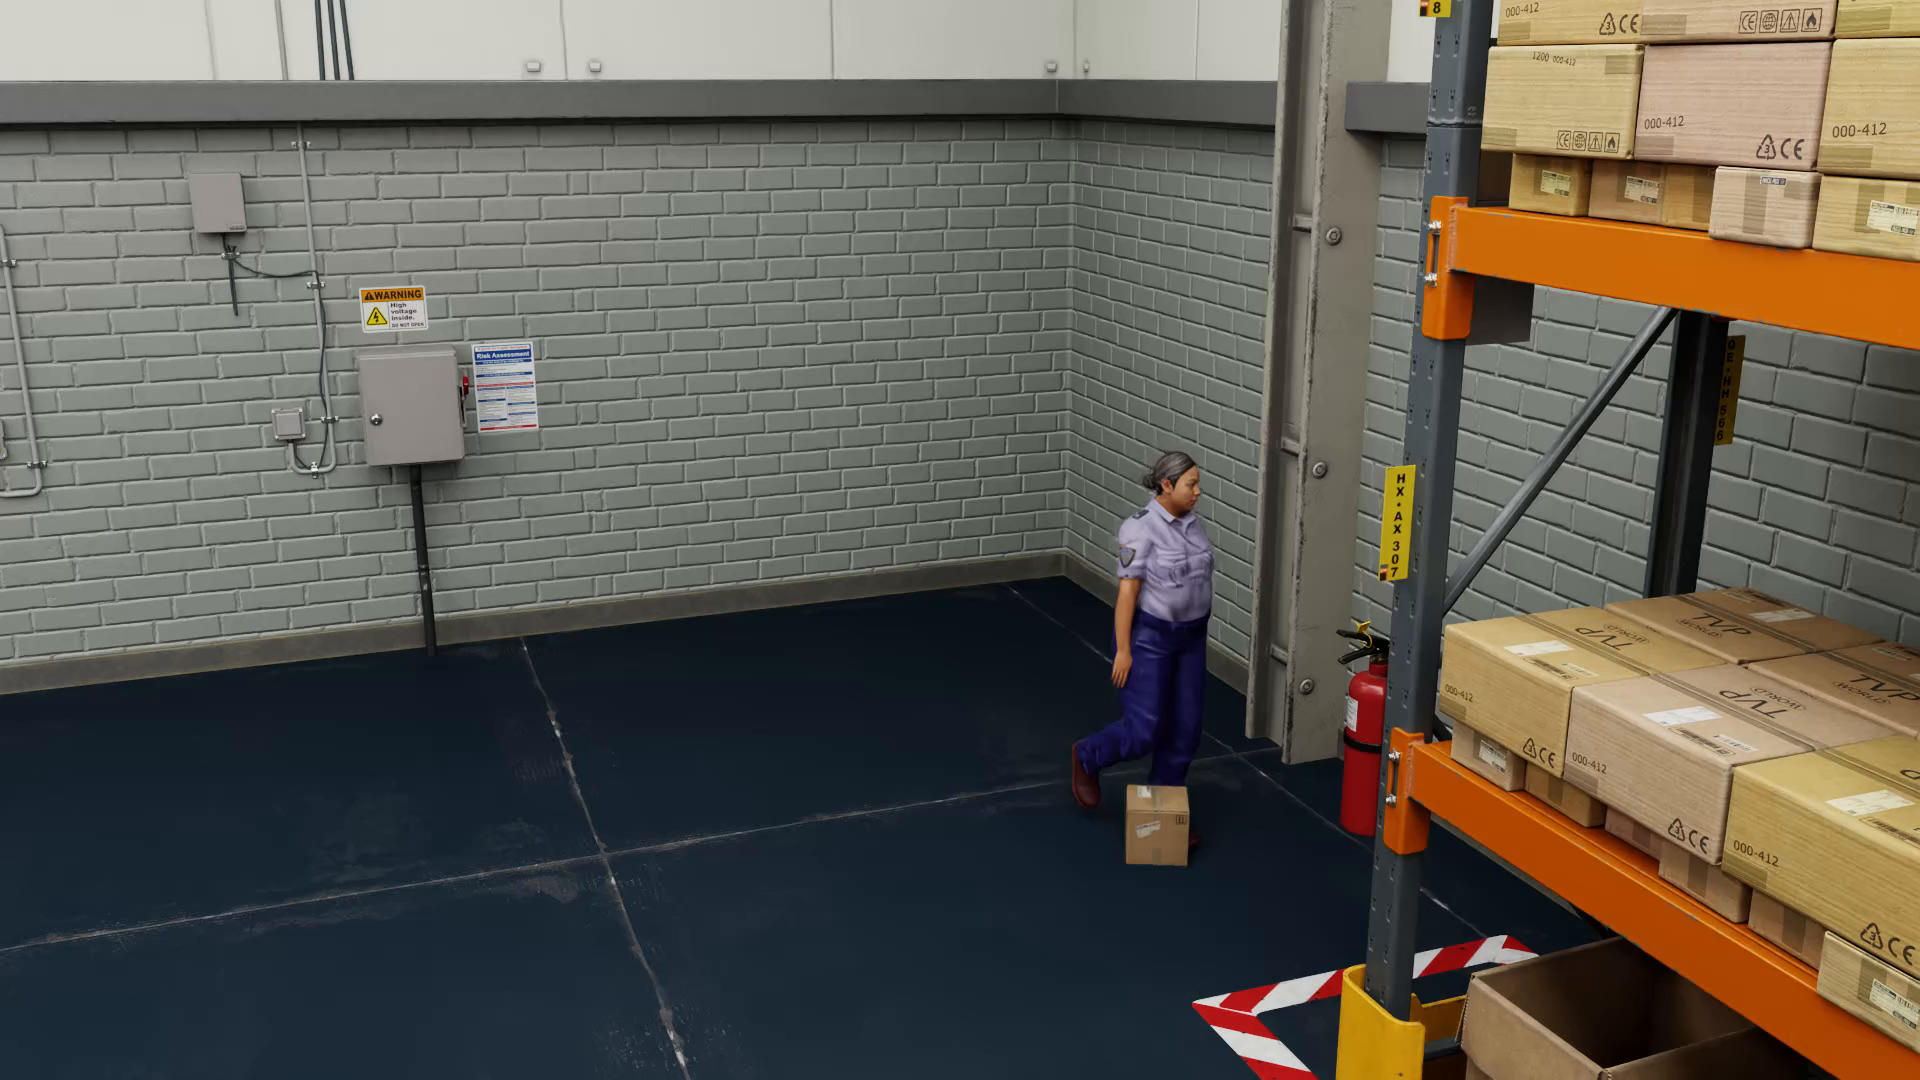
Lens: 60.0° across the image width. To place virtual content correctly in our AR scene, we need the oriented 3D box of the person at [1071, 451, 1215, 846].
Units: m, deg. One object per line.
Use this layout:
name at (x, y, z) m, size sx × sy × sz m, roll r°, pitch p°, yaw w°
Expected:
person at (0.816, 0.432, 6.976) m, size 0.534 × 1.625 × 0.611 m, roll -12°, pitch 19°, yaw -36°
